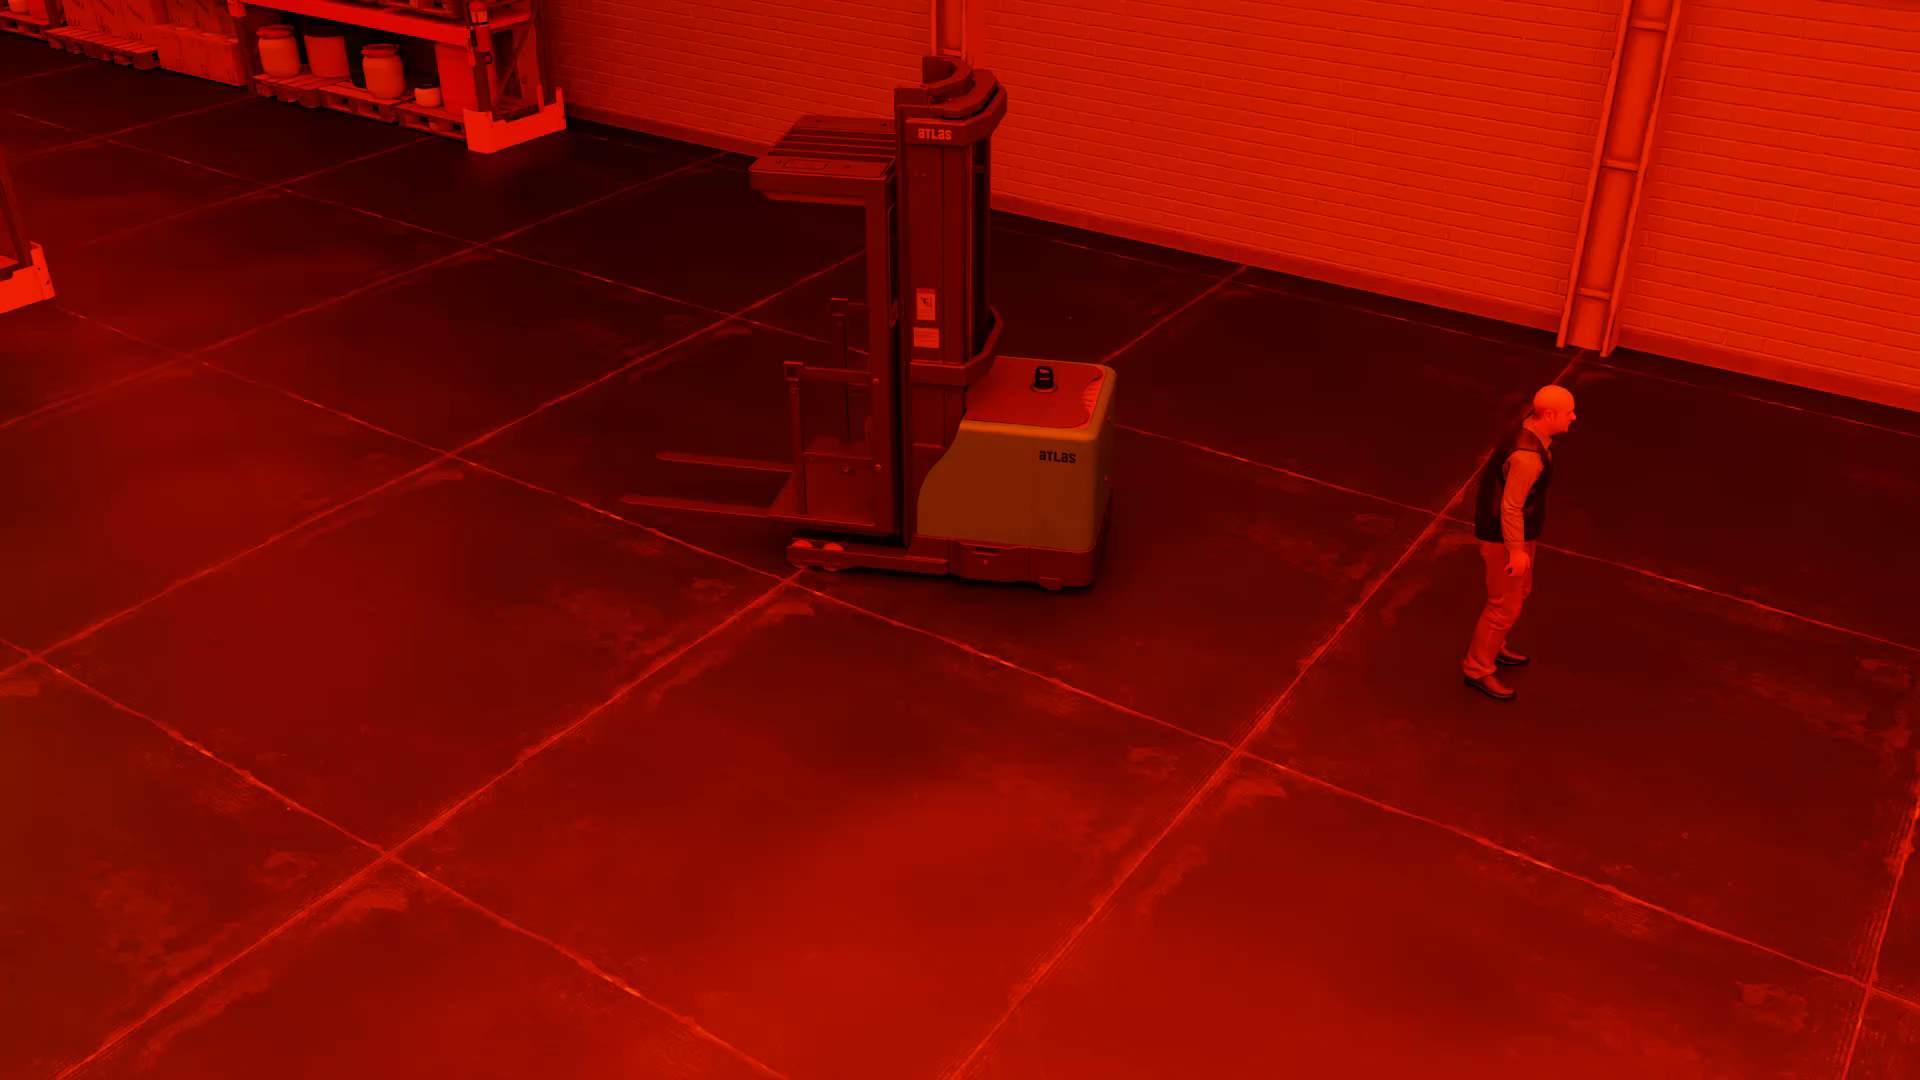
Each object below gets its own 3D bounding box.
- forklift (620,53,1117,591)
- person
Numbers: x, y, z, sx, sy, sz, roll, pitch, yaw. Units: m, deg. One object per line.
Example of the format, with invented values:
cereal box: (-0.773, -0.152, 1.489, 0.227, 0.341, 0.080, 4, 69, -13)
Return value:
forklift: (-0.596, -1.330, 9.871, 3.031, 2.935, 1.130, 6, 31, 10)
person: (2.938, -0.035, 8.847, 0.418, 1.722, 0.593, 13, 33, 21)
